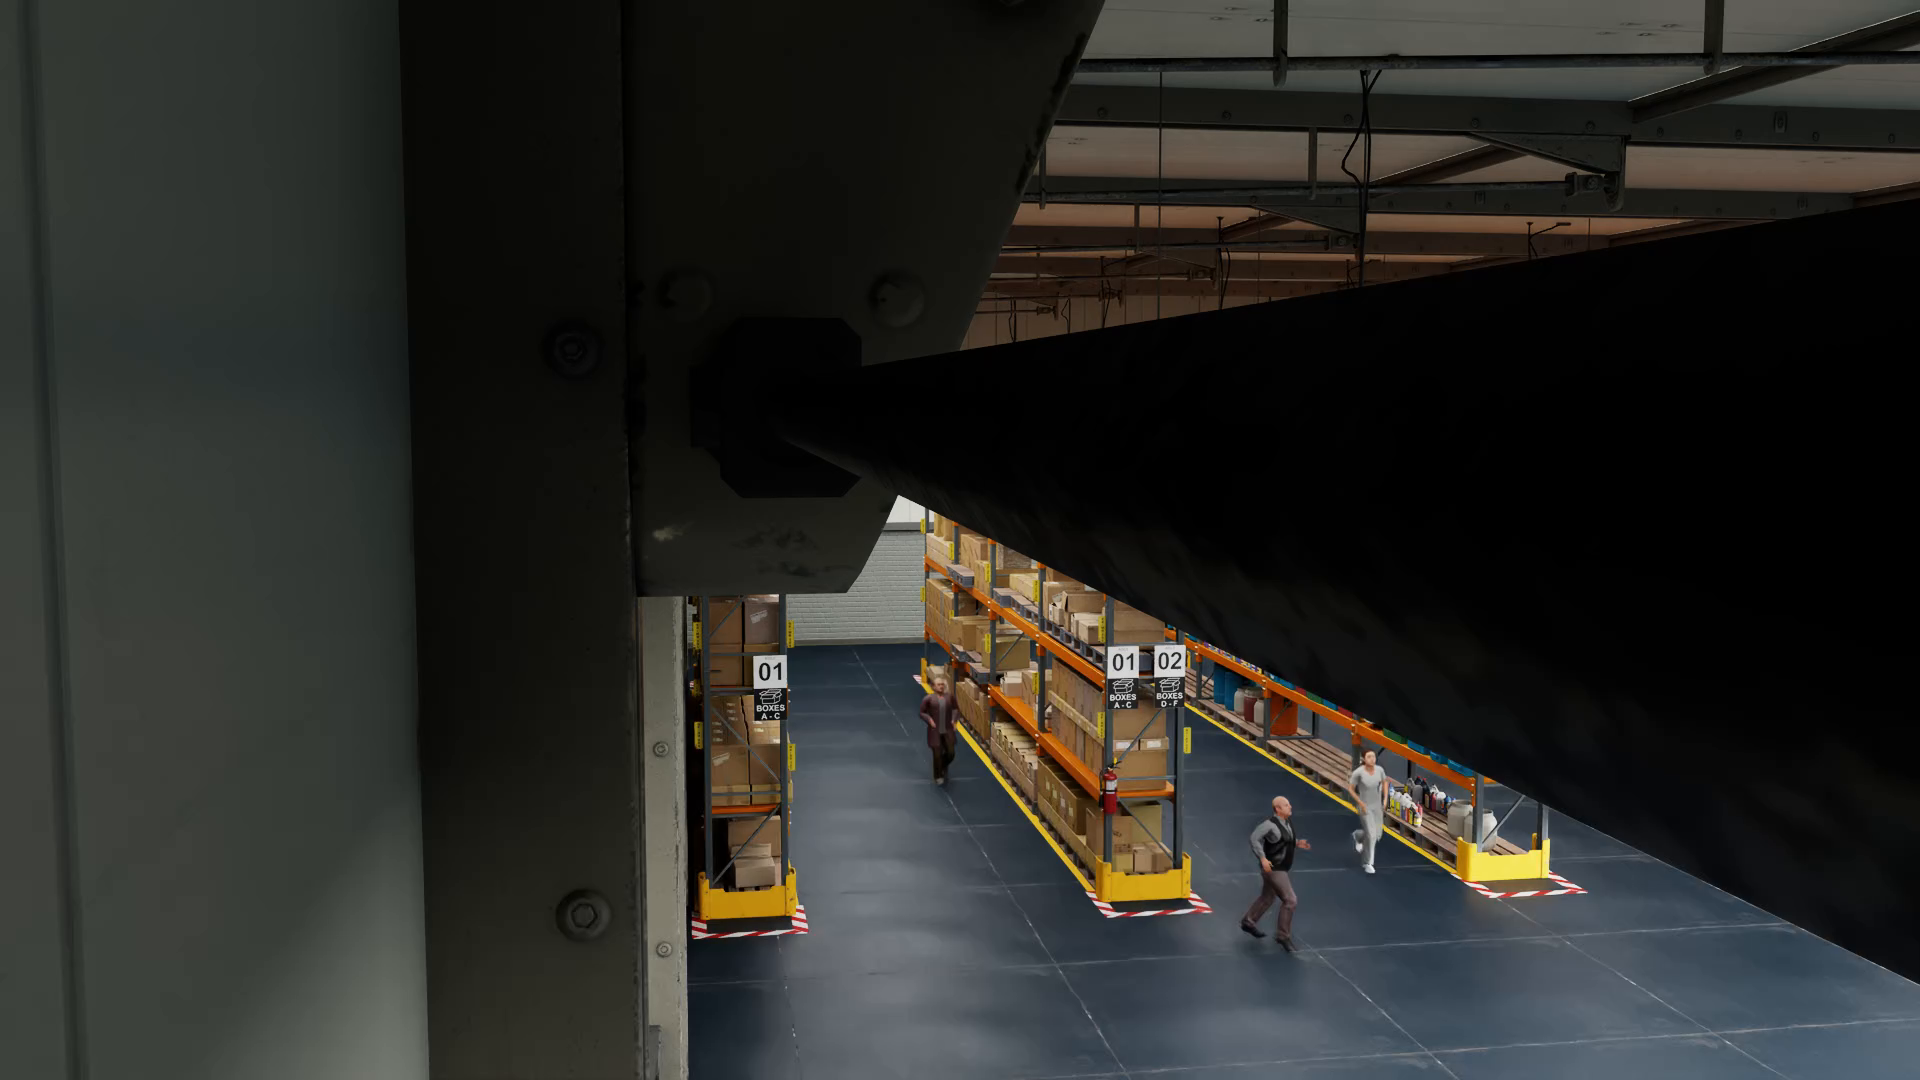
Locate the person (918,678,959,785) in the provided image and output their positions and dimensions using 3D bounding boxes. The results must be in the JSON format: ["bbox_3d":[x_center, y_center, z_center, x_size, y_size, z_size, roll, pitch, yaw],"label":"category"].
[{"bbox_3d":[-0.300,3.097,26.873,0.684,1.729,0.653,-1,5,-14],"label":"person"}]

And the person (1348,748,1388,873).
[{"bbox_3d":[5.424,3.567,22.227,0.572,1.651,0.638,-1,5,-13],"label":"person"}]

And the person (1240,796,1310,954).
[{"bbox_3d":[3.603,3.798,19.051,0.788,1.778,0.651,2,6,26],"label":"person"}]
